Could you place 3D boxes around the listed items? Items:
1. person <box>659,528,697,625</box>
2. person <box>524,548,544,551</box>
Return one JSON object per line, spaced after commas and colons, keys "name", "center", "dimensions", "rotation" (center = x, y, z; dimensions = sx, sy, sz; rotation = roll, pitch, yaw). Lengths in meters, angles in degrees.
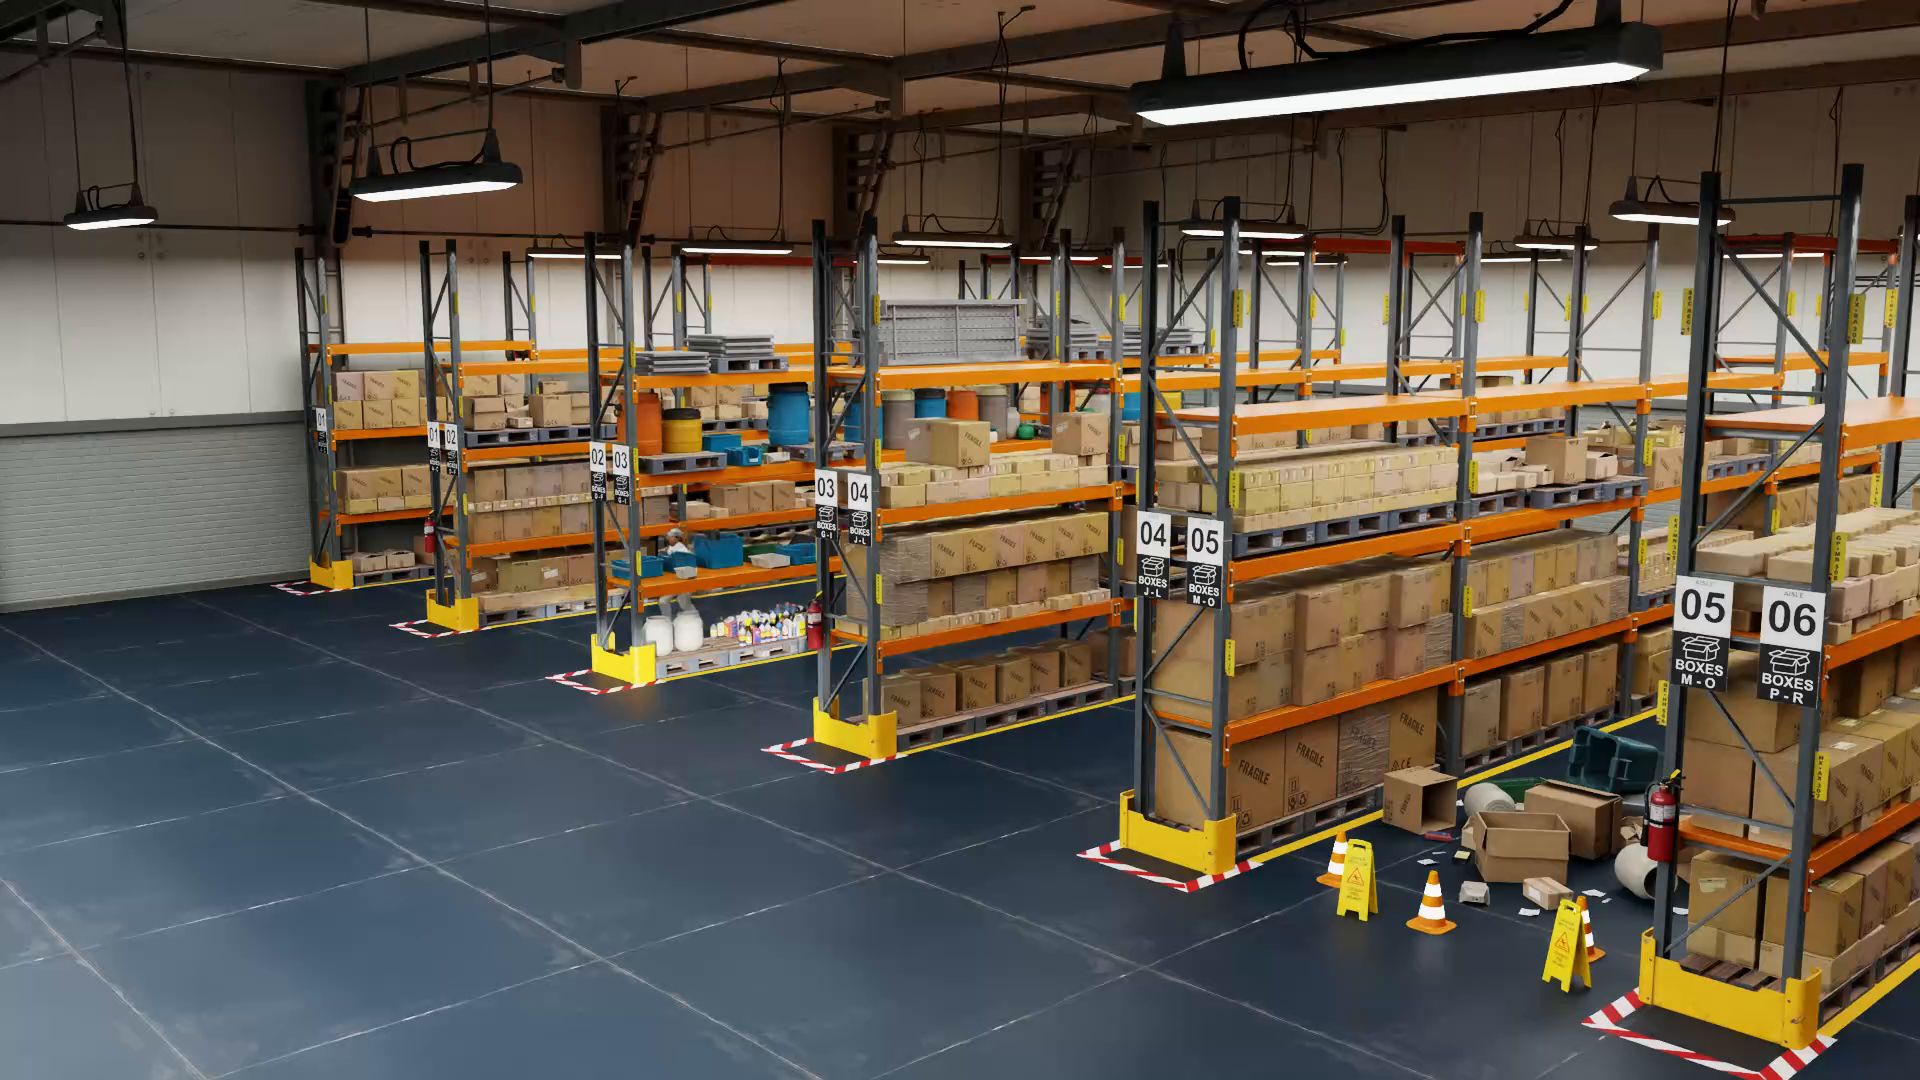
{"name": "person", "center": [-4.224, 0.653, 25.246], "dimensions": [0.728, 1.687, 0.596], "rotation": [-7, 11, -40]}
{"name": "person", "center": [-7.361, 0.132, 28.882], "dimensions": [0.795, 1.644, 0.630], "rotation": [-7, 11, -40]}
